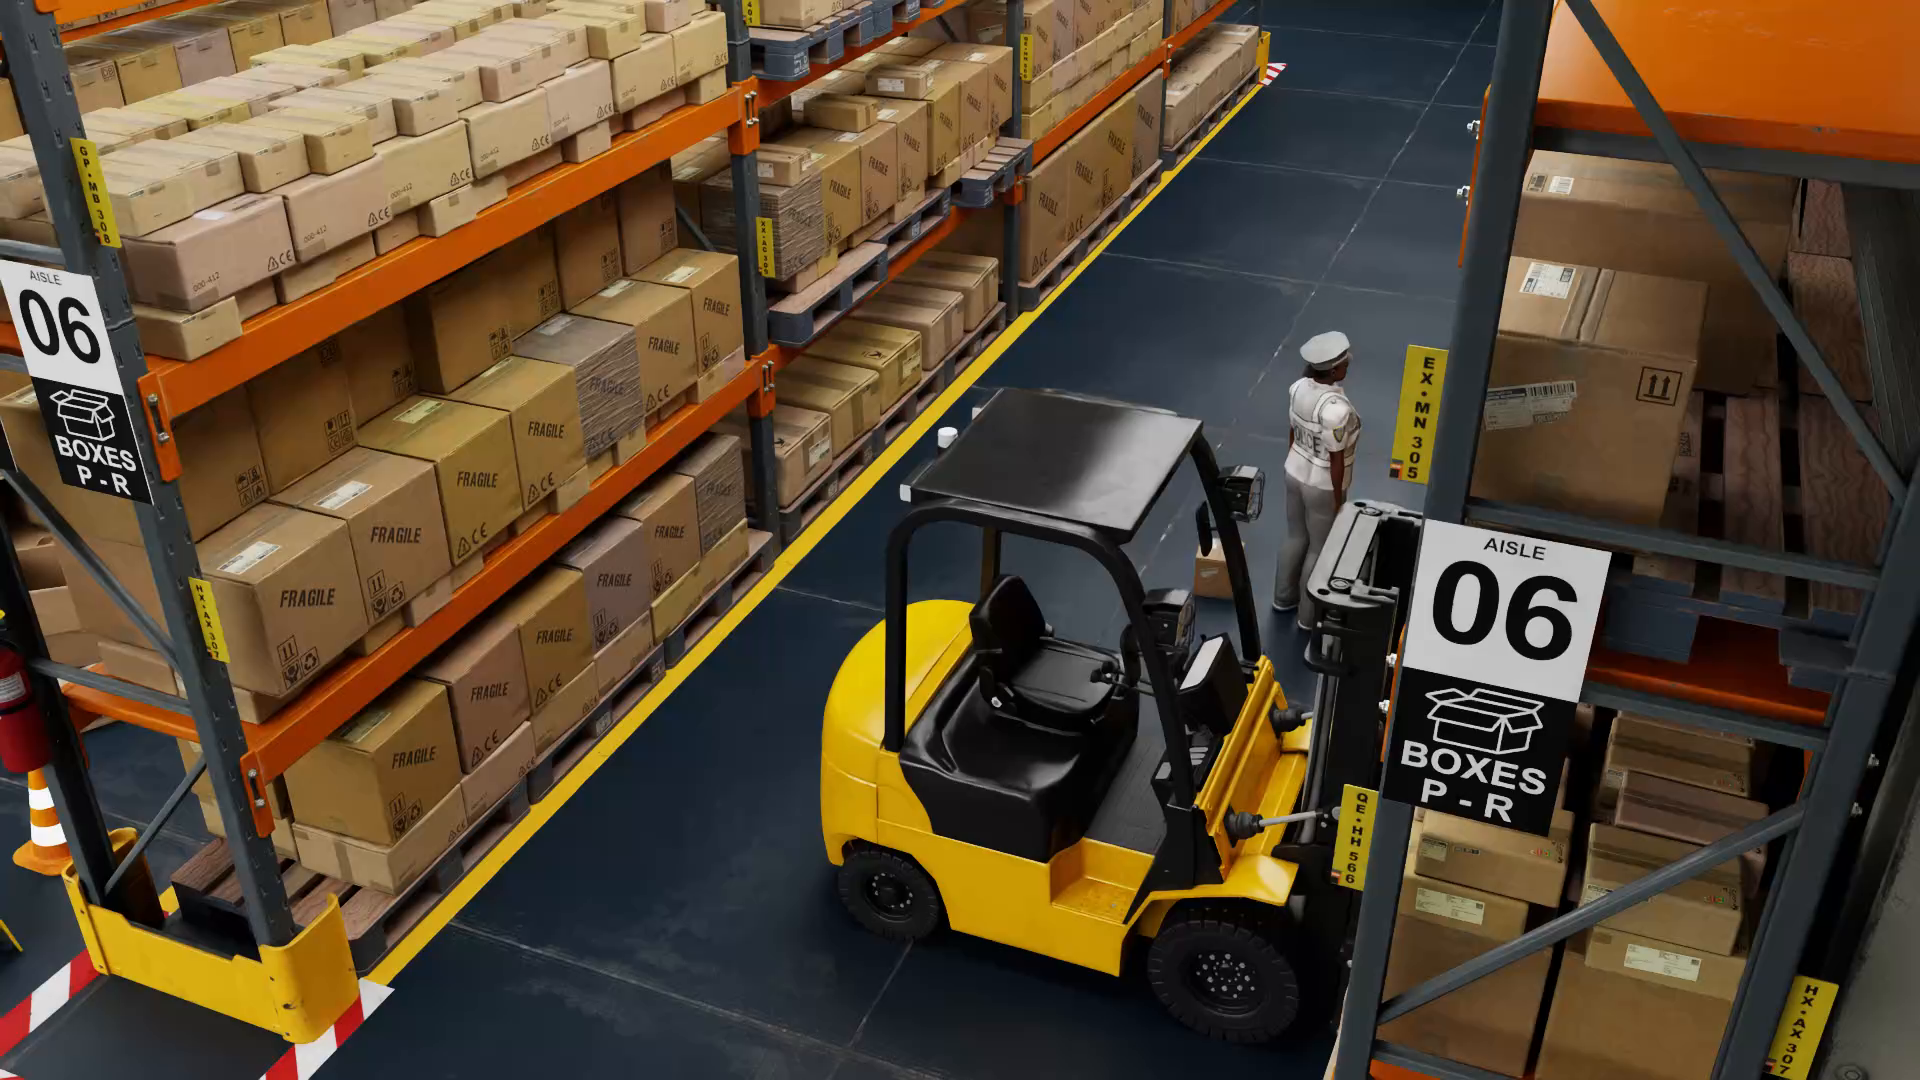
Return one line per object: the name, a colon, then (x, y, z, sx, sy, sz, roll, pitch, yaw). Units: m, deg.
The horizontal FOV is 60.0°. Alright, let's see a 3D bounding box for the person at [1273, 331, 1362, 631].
person: (1.930, -0.312, 8.907, 0.354, 1.694, 0.439, -12, 32, -21)
